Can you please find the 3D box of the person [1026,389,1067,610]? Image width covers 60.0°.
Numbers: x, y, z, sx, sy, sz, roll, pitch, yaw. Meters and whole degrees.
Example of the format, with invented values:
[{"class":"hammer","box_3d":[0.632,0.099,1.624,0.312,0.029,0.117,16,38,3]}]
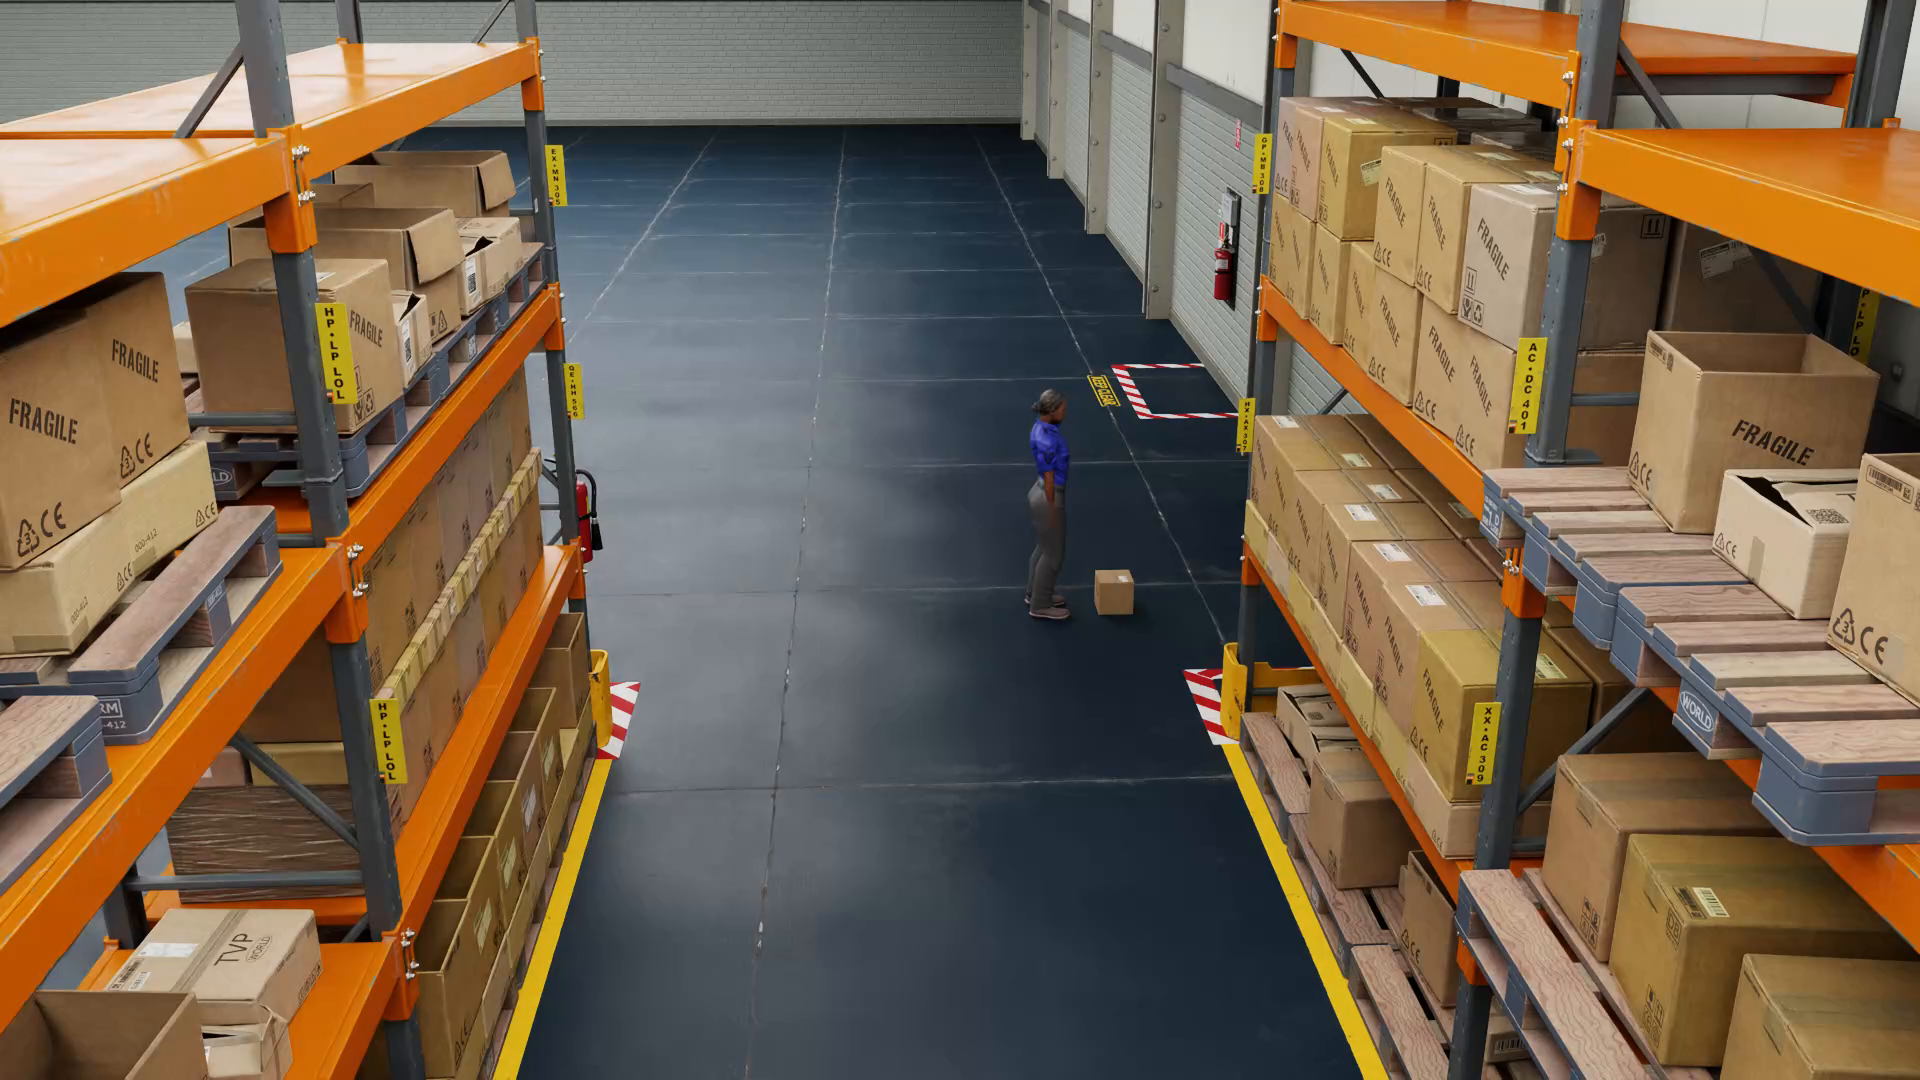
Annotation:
[{"class":"person","box_3d":[0.620,-0.306,11.805,0.276,1.578,0.434,-1,21,-2]}]
